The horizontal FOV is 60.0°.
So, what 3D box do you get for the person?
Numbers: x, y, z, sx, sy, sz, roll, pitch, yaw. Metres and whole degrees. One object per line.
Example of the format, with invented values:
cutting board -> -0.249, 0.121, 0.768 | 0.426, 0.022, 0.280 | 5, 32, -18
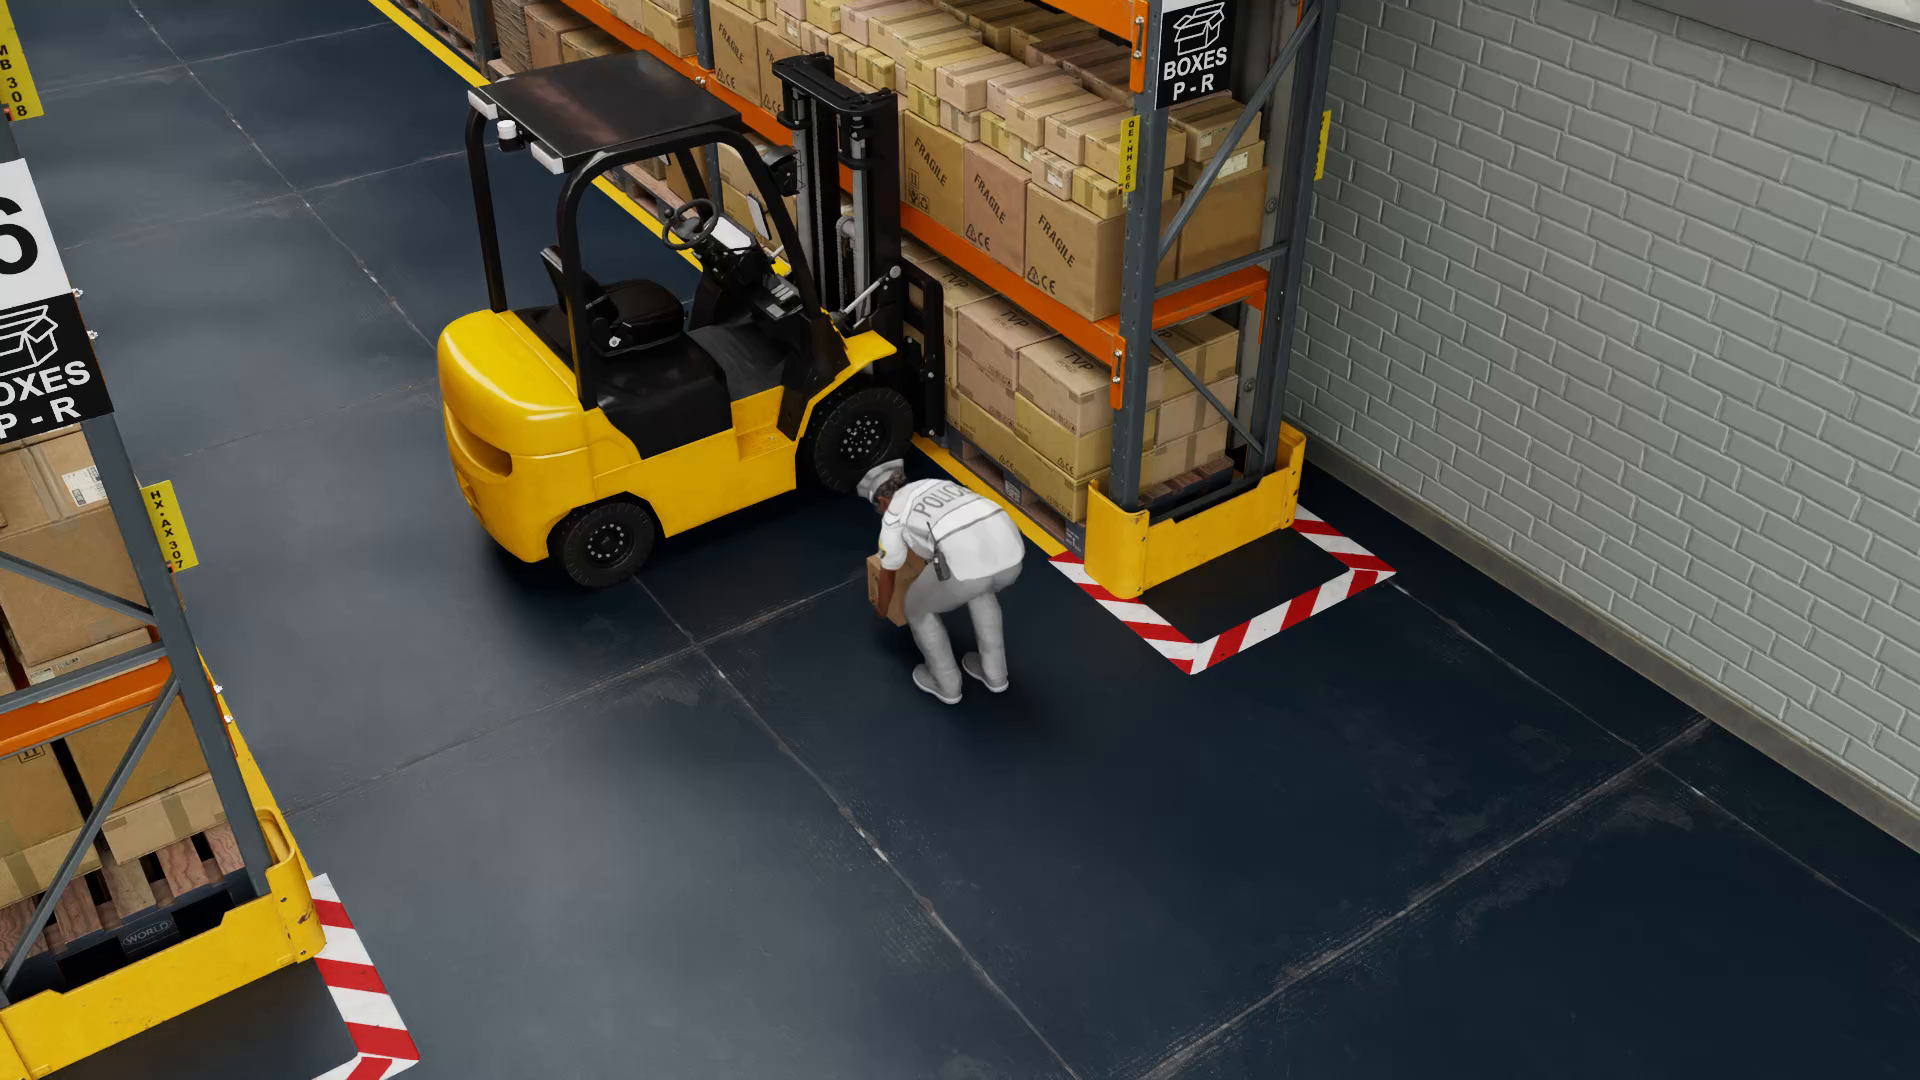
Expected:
person -> -0.102, 0.165, 7.338 | 0.433, 0.999, 0.931 | -25, 43, -29
